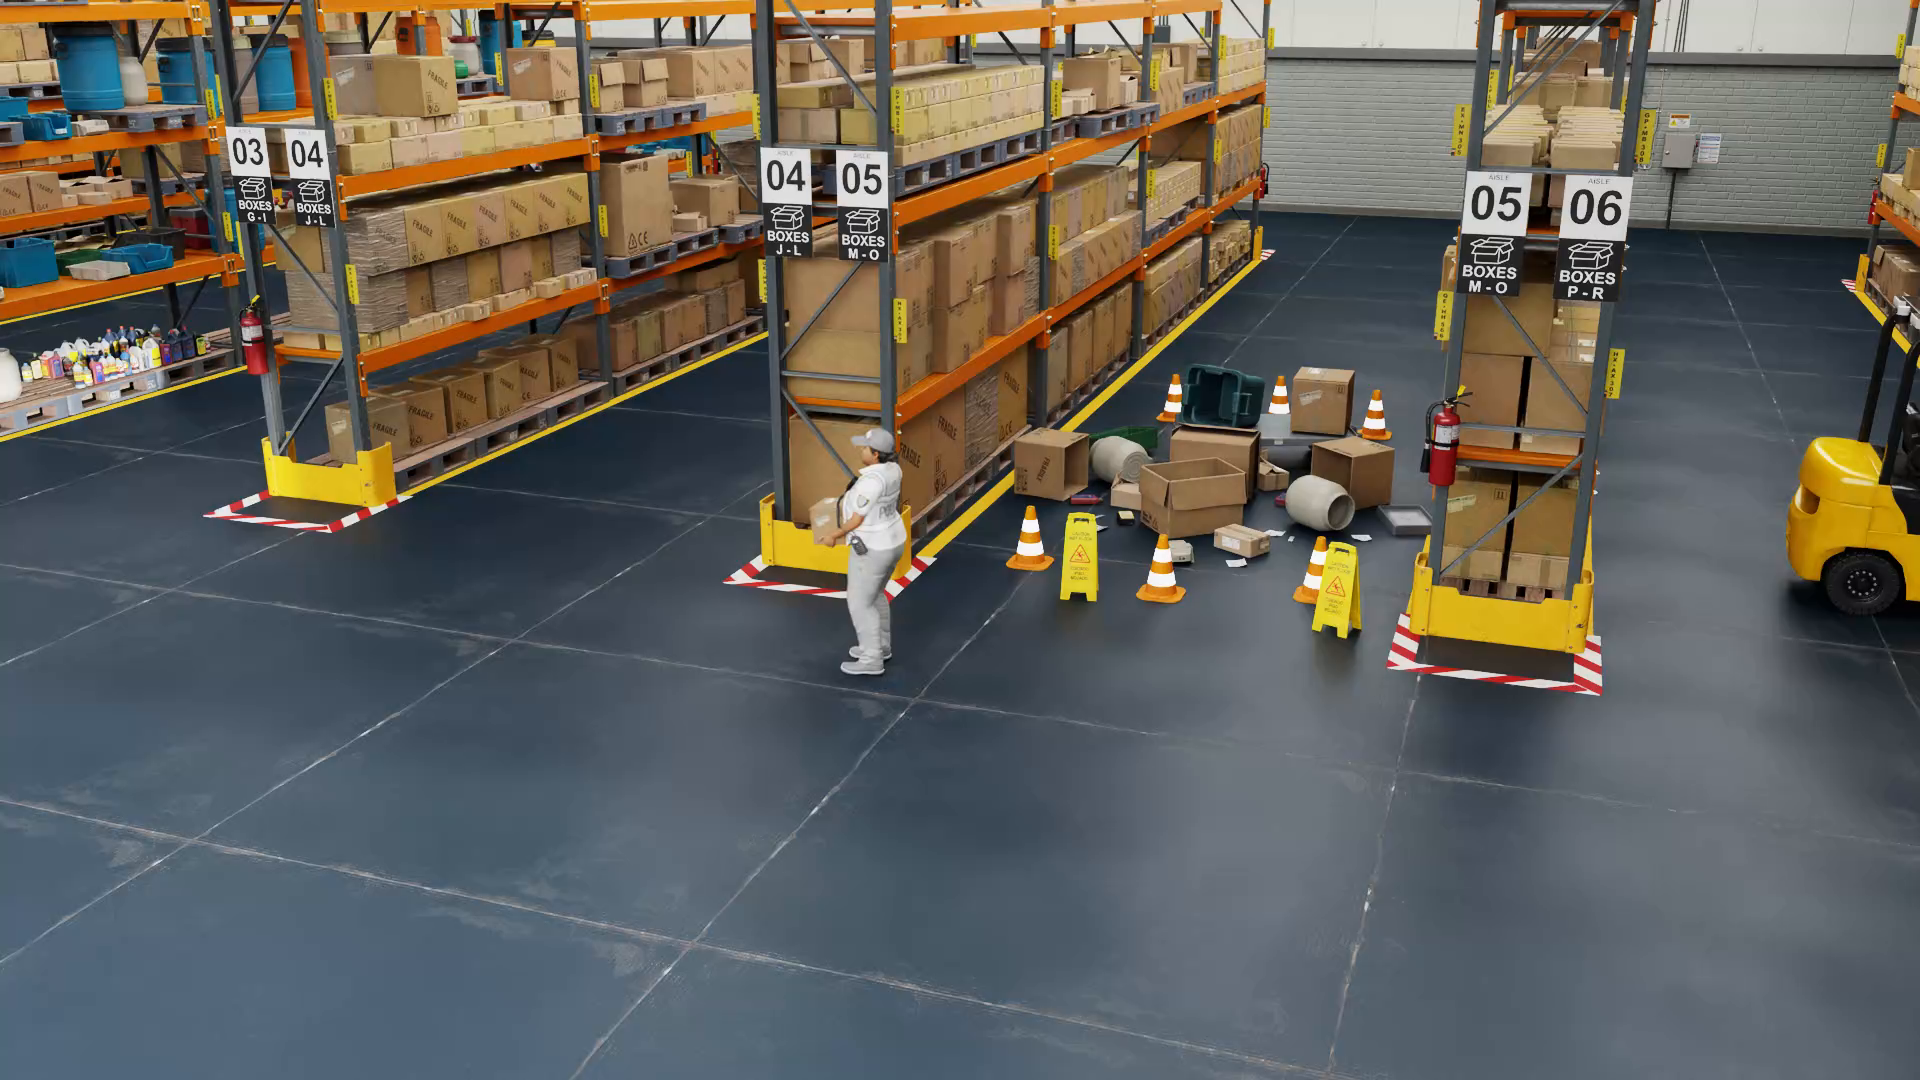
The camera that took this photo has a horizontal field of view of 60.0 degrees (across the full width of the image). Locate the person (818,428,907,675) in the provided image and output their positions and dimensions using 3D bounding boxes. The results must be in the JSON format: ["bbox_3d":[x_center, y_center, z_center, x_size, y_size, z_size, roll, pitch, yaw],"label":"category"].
[{"bbox_3d":[-0.632,0.054,10.909,0.536,1.655,0.454,6,20,18],"label":"person"}]
